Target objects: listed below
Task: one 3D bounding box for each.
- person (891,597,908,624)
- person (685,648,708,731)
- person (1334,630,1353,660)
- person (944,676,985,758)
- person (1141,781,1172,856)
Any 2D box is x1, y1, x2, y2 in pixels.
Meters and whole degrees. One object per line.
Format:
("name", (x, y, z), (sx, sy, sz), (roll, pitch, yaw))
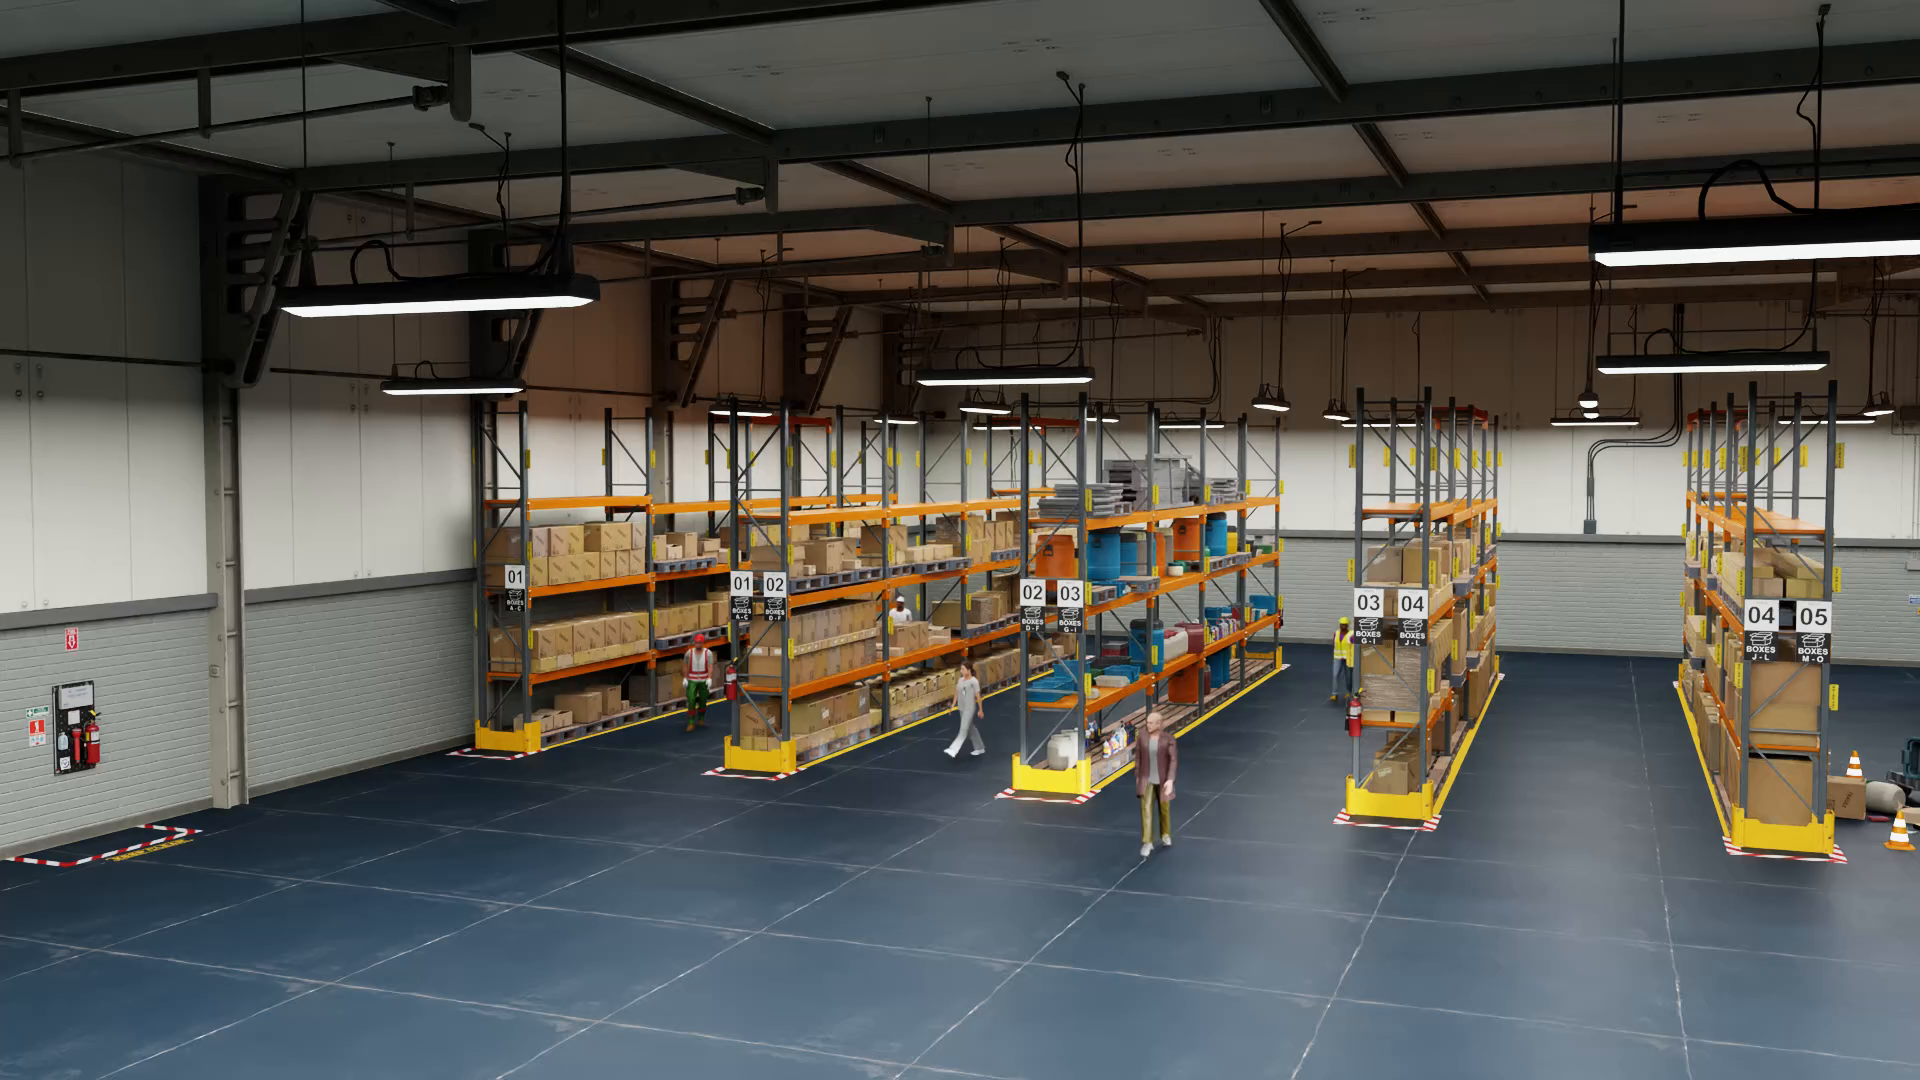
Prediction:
("person", (-1.470, 1.896, 39.628), (0.594, 1.075, 0.516), (1, 3, 18))
("person", (-4.865, 2.742, 30.749), (0.491, 1.467, 0.945), (-1, 3, -13))
("person", (7.968, 2.164, 34.387), (0.461, 0.627, 0.378), (1, 3, 25))
("person", (0.040, 2.954, 27.736), (1.052, 1.352, 0.486), (-2, 3, -37))
("person", (2.490, 3.419, 21.197), (0.384, 1.048, 0.998), (1, 3, 17))
